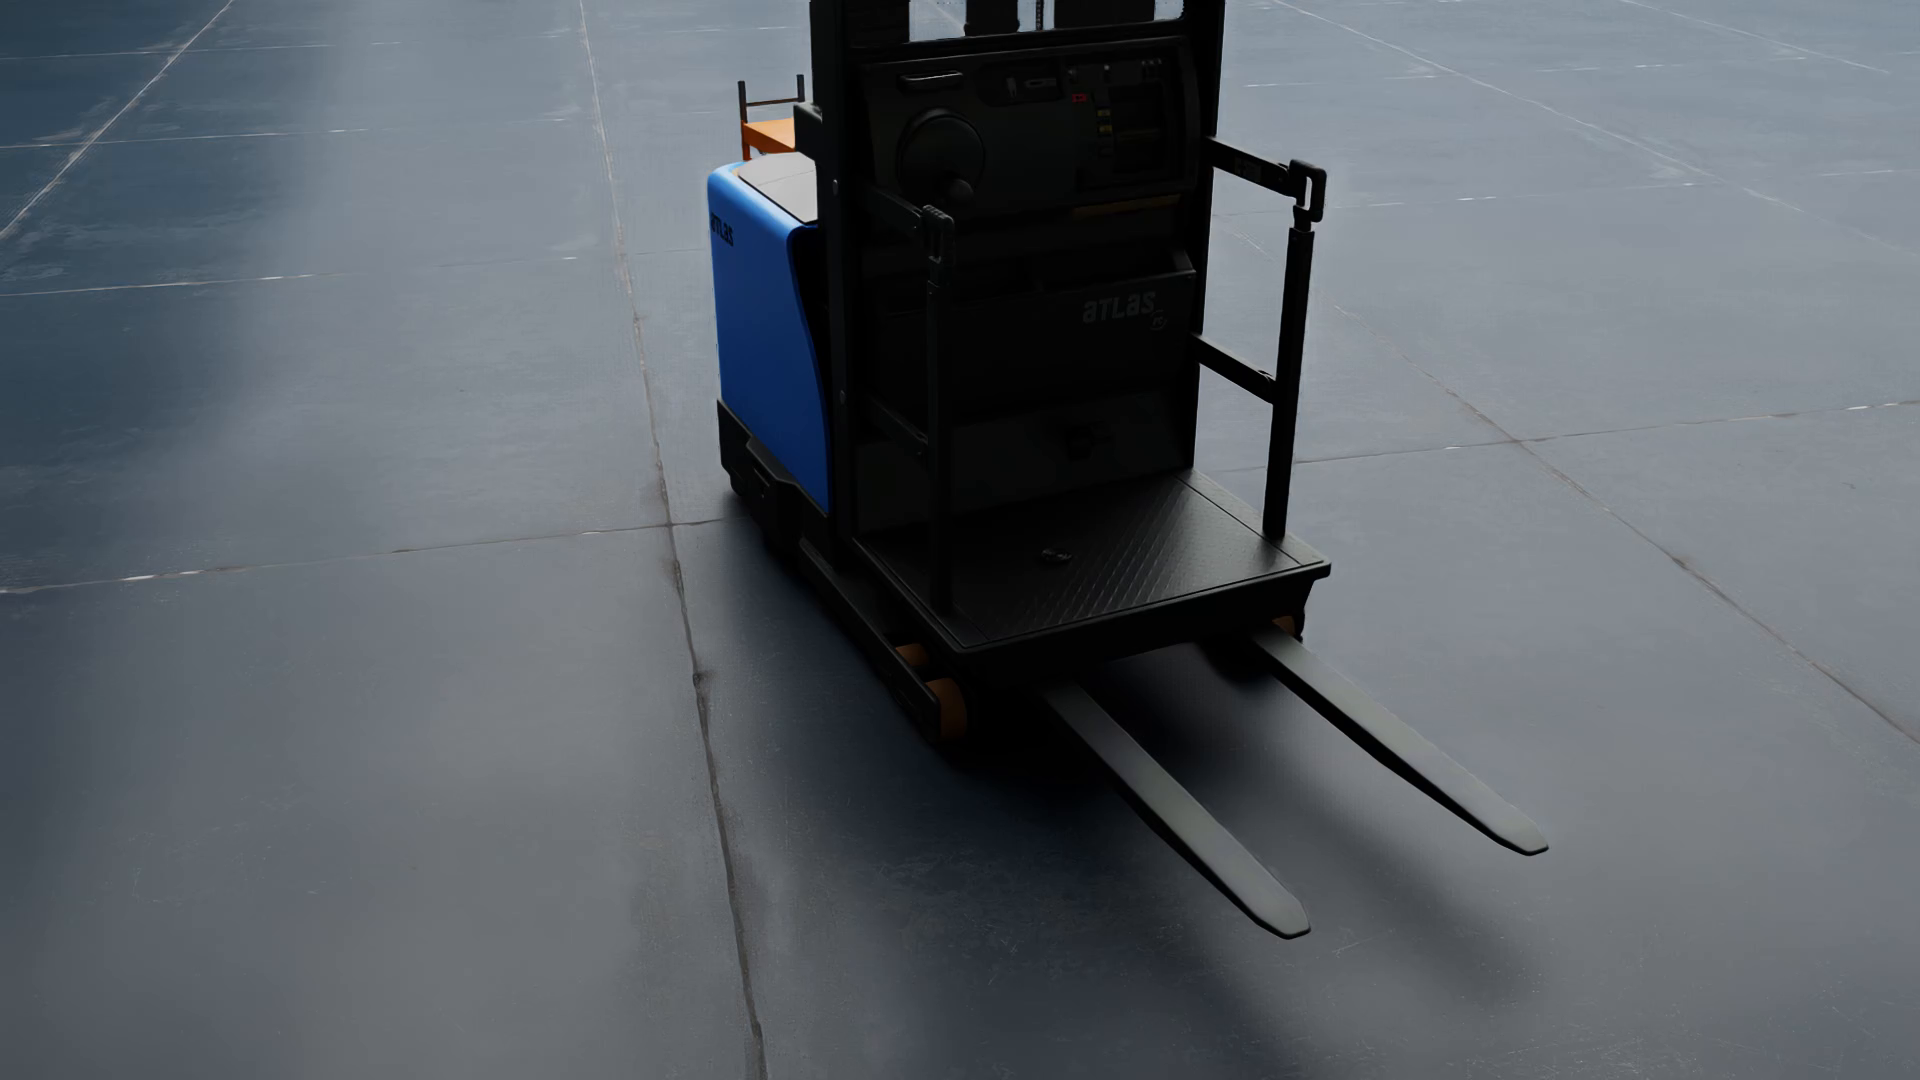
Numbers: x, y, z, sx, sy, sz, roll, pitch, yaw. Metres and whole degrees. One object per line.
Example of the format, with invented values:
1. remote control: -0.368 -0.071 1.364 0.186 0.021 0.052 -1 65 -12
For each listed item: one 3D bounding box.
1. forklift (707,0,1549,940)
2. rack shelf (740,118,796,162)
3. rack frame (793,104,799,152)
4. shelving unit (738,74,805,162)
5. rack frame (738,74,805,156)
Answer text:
1. forklift: 0.284 -1.017 4.012 1.130 2.935 3.031 -12 29 -23
2. rack shelf: -0.539 -1.323 5.655 0.258 0.148 0.480 -13 28 -25
3. rack frame: -0.420 -0.877 5.630 0.240 1.200 0.015 -13 28 -25
4. shelving unit: -0.534 -0.969 5.825 0.258 1.200 0.503 -13 28 -25
5. rack frame: -0.649 -1.061 6.020 0.240 1.200 0.015 -13 28 -25
